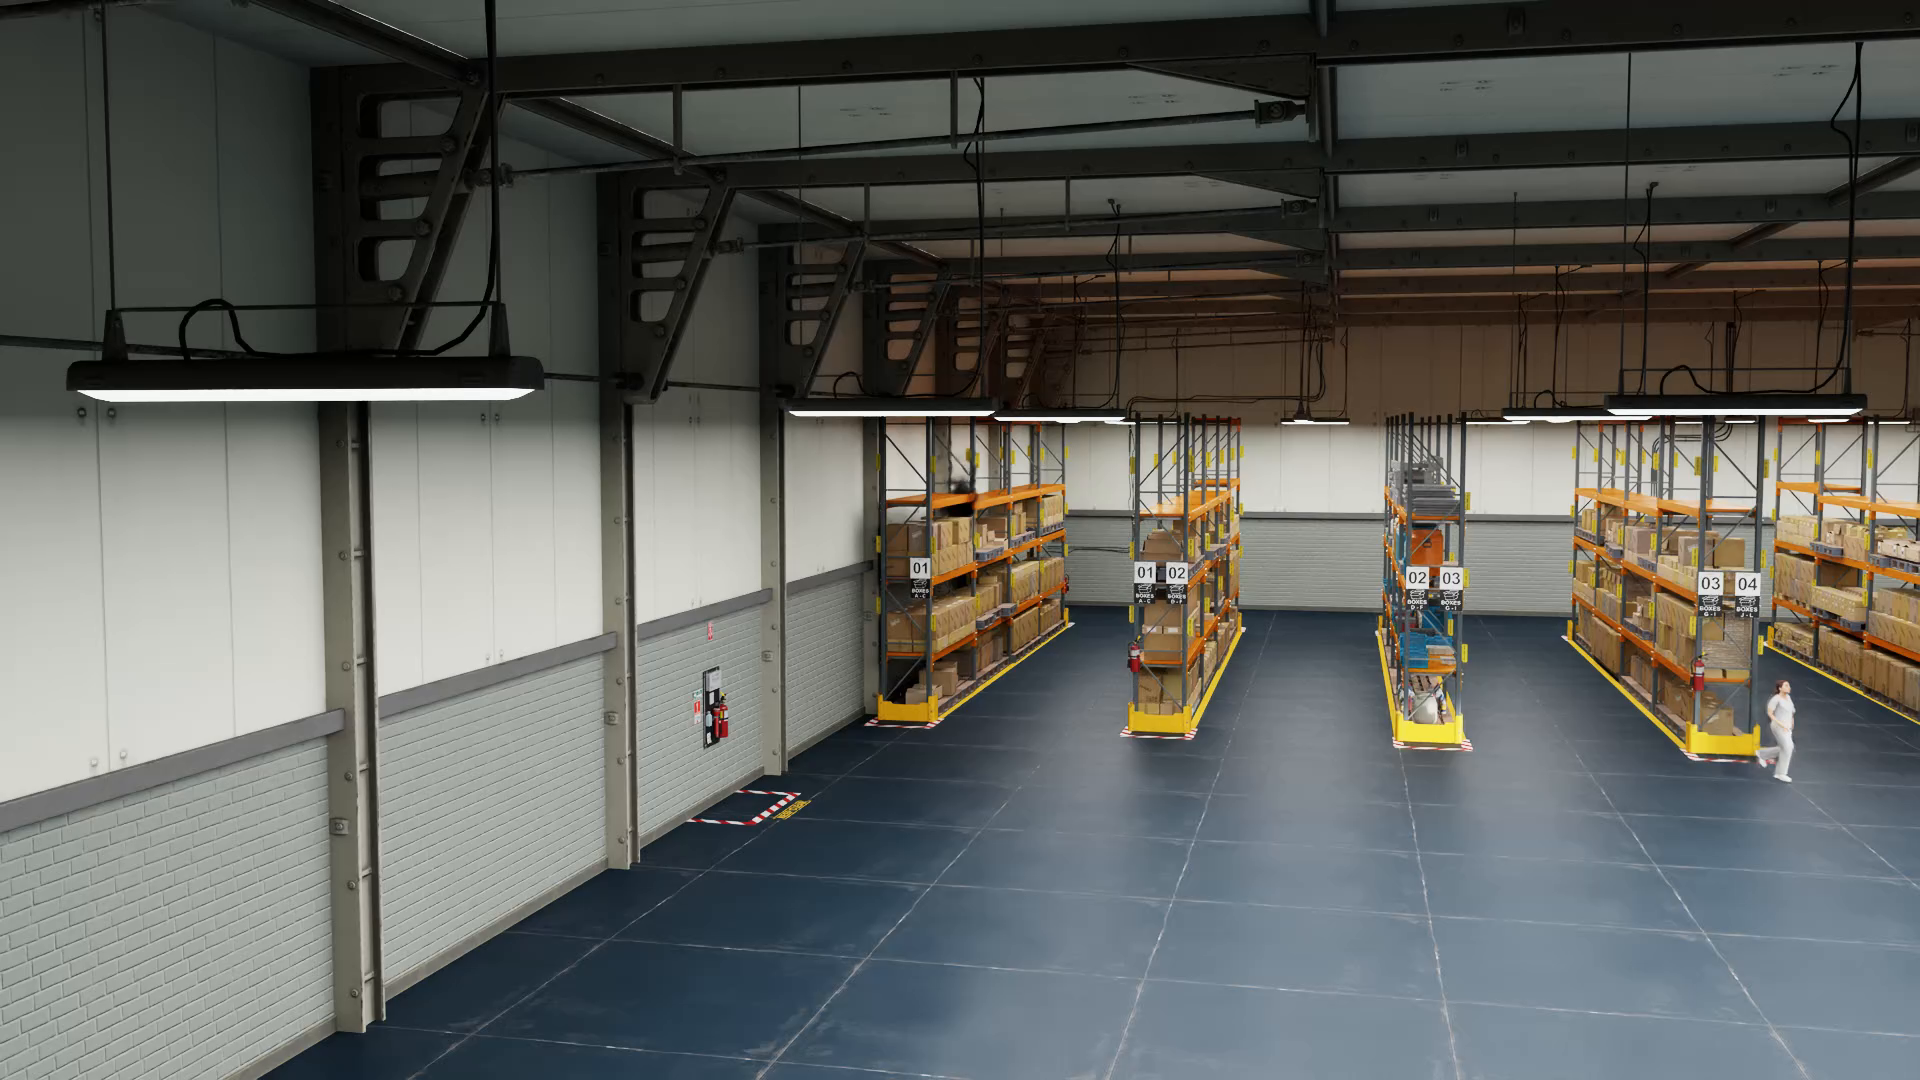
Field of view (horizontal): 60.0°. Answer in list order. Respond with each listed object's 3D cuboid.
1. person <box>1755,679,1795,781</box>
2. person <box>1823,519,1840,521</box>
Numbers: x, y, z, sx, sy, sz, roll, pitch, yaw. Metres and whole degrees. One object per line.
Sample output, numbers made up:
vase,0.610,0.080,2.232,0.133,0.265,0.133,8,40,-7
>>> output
person,13.326,3.076,27.168,0.585,1.657,0.651,-3,5,-34
person,24.417,1.335,39.520,6.368,3.455,3.379,0,4,6
